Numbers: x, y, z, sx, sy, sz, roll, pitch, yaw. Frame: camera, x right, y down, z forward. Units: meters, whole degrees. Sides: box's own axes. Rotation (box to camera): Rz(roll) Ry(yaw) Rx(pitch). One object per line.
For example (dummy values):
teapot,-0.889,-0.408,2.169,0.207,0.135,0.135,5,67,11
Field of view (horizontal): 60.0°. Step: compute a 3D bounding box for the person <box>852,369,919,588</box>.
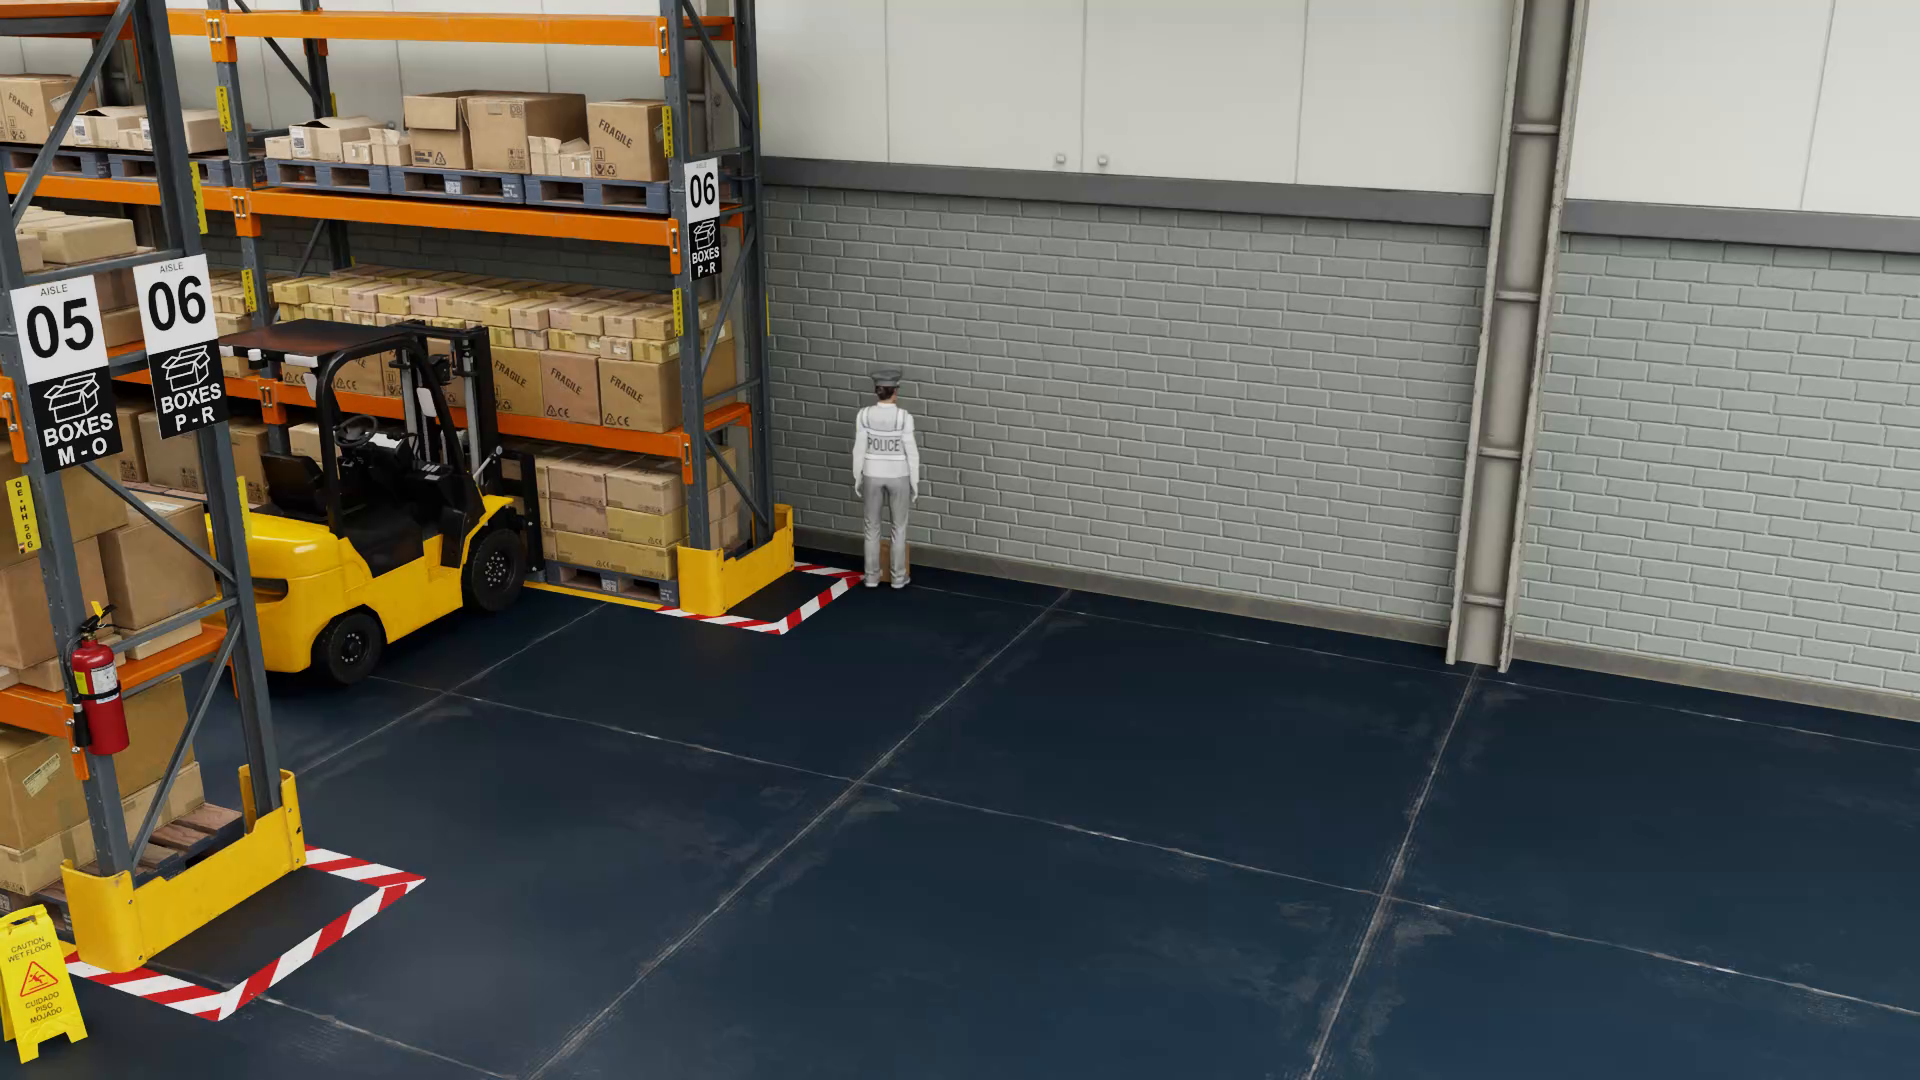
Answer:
person,-0.535,-0.438,12.270,0.501,1.681,0.372,3,19,7
